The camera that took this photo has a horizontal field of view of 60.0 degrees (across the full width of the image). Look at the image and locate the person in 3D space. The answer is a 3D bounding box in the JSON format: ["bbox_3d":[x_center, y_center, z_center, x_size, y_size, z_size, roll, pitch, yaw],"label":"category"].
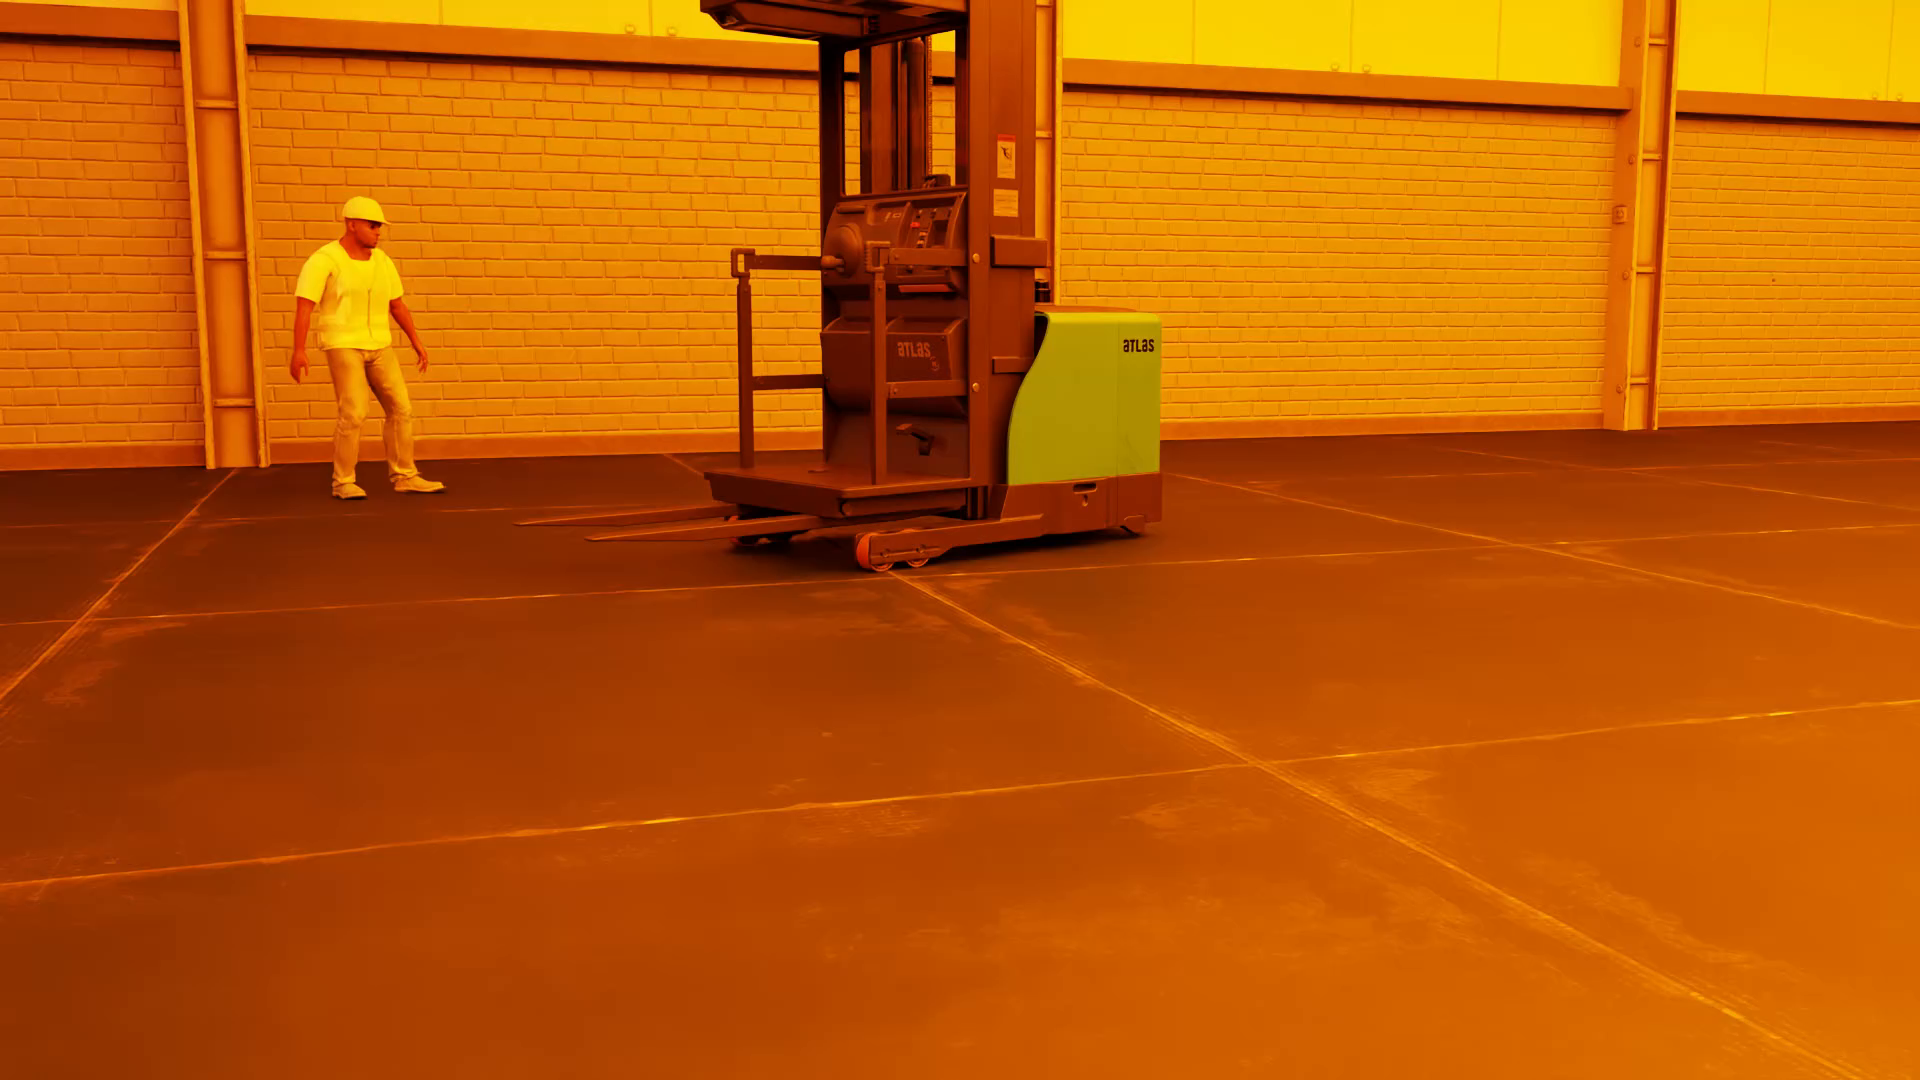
[{"bbox_3d":[-3.474,-1.117,9.694,0.425,1.738,0.831,5,9,33],"label":"person"}]

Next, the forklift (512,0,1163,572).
[{"bbox_3d":[-0.461,-1.399,7.333,3.031,2.935,1.130,-7,10,-40],"label":"forklift"}]
